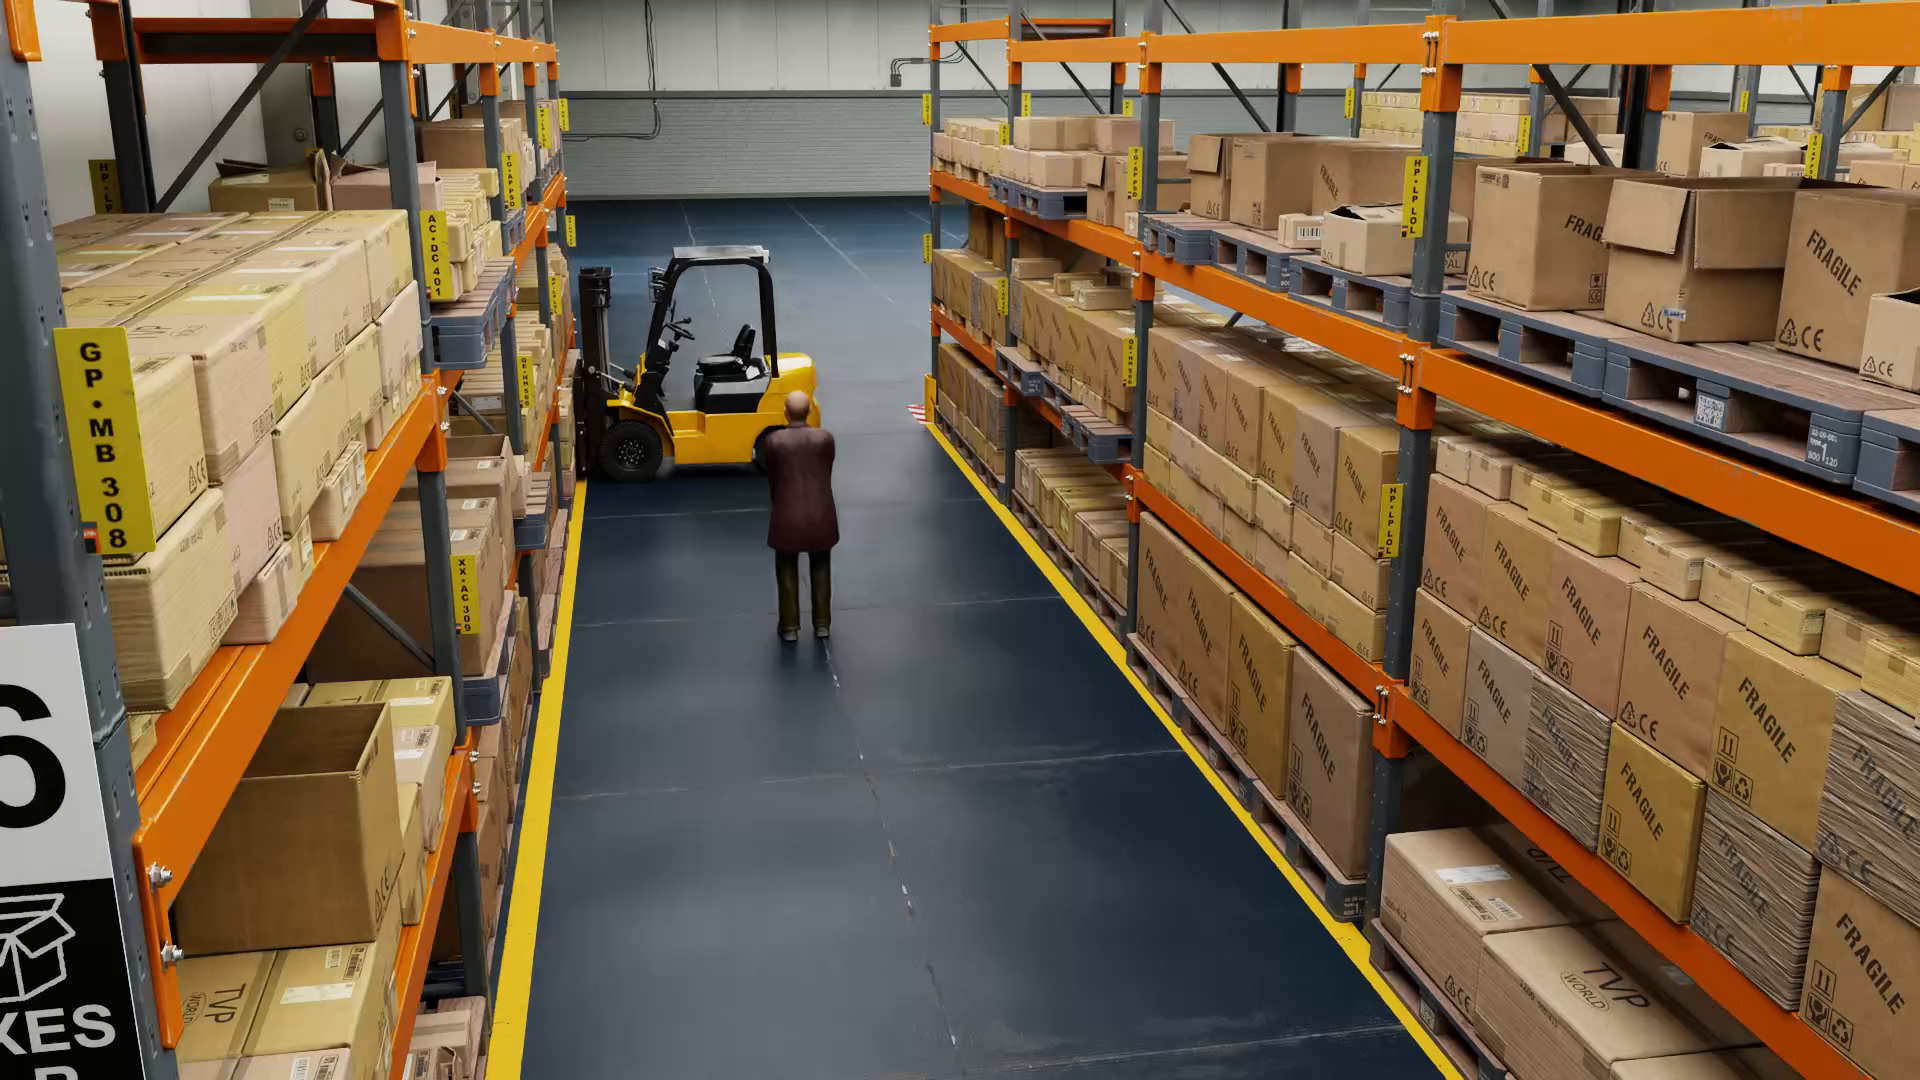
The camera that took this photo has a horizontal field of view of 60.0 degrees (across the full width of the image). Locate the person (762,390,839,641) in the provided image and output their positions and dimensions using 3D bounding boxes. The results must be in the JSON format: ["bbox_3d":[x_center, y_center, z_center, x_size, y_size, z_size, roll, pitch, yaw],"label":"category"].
[{"bbox_3d":[-1.124,-0.196,11.749,0.525,1.779,0.558,-3,16,-11],"label":"person"}]
